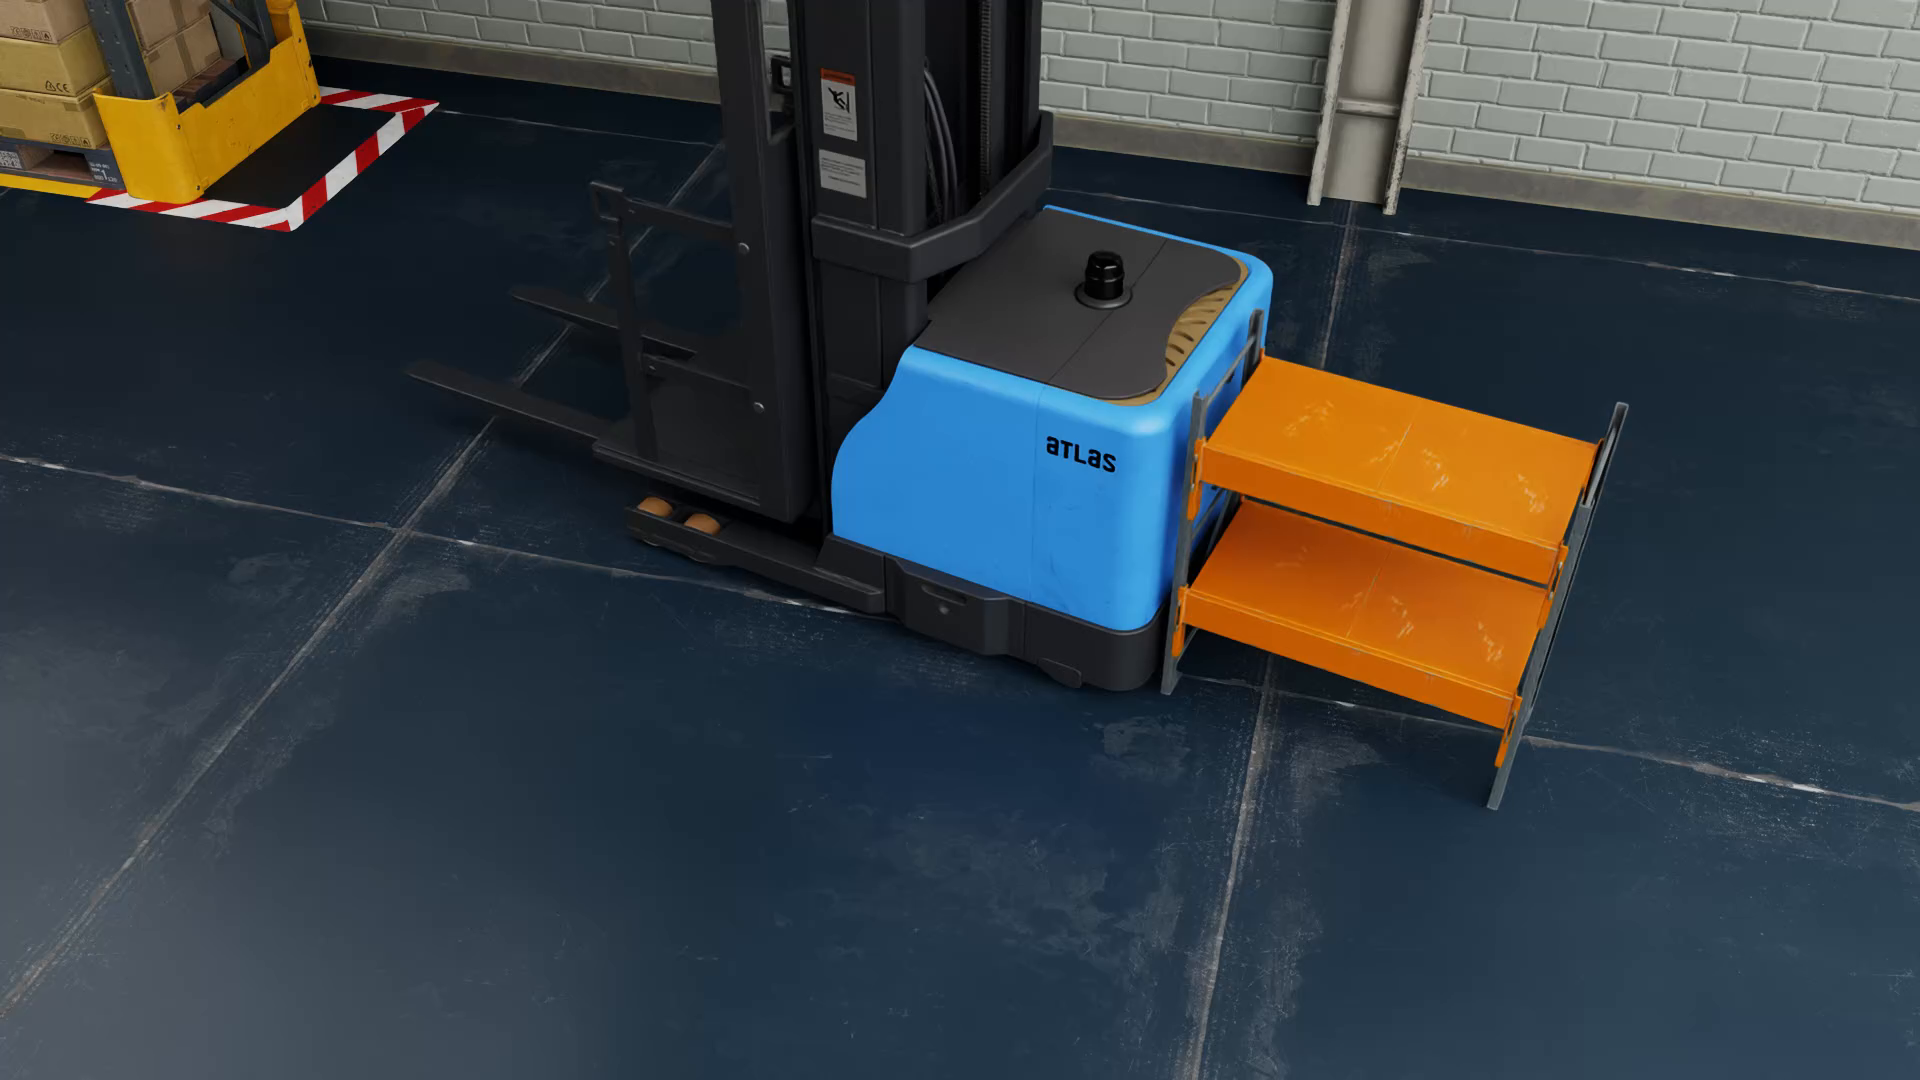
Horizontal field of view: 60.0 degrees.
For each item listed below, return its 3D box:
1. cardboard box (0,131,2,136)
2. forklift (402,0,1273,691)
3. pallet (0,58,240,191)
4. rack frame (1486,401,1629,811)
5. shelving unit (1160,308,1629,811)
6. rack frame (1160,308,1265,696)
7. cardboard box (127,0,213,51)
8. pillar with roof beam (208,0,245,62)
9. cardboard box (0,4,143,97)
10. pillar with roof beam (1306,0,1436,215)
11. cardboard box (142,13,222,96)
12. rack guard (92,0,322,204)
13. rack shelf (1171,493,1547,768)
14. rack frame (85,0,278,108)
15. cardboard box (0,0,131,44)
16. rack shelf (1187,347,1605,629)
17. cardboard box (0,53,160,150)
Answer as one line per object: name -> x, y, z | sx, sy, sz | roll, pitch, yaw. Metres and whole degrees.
cardboard box -> -4.562, -2.141, 7.779 | 0.500, 0.250, 0.500 | 10, 41, 11
forklift -> -0.570, -1.327, 5.051 | 3.031, 2.935, 1.130 | 18, 43, 21
pallet -> -4.298, -2.096, 8.082 | 1.213, 0.211, 1.003 | 10, 41, 11
rack frame -> 1.655, 0.207, 4.628 | 0.032, 1.125, 0.500 | 18, 43, 21
shelving unit -> 1.204, 0.057, 4.807 | 1.048, 1.125, 0.538 | 18, 43, 21
rack frame -> 0.752, -0.093, 4.986 | 0.032, 1.125, 0.500 | 18, 43, 21
cardboard box -> -3.949, -2.570, 7.900 | 0.500, 0.250, 0.500 | 10, 41, 12
pillar with roof beam -> -5.100, -3.361, 2.755 | 0.400, 9.000, 9.100 | 10, 41, 11
cardboard box -> -4.099, -2.249, 7.518 | 0.500, 0.250, 0.500 | 9, 41, 11
pillar with roof beam -> 0.696, -2.364, 1.568 | 0.400, 9.000, 9.100 | 10, 41, 11
cardboard box -> -3.972, -2.374, 8.056 | 0.500, 0.250, 0.500 | 10, 41, 12
rack guard -> -3.525, -2.102, 7.864 | 0.348, 0.500, 1.175 | 10, 41, 11
rack shelf -> 1.204, 0.245, 4.964 | 1.000, 0.278, 0.538 | 18, 43, 21
rack frame -> -3.548, -3.063, 7.065 | 0.127, 3.000, 1.000 | 10, 41, 11
cardboard box -> -4.074, -2.437, 7.353 | 0.500, 0.250, 0.500 | 11, 41, 13
rack shelf -> 1.204, -0.167, 4.619 | 1.000, 0.278, 0.538 | 18, 43, 21
cardboard box -> -4.084, -2.053, 7.673 | 0.500, 0.250, 0.500 | 10, 41, 12
